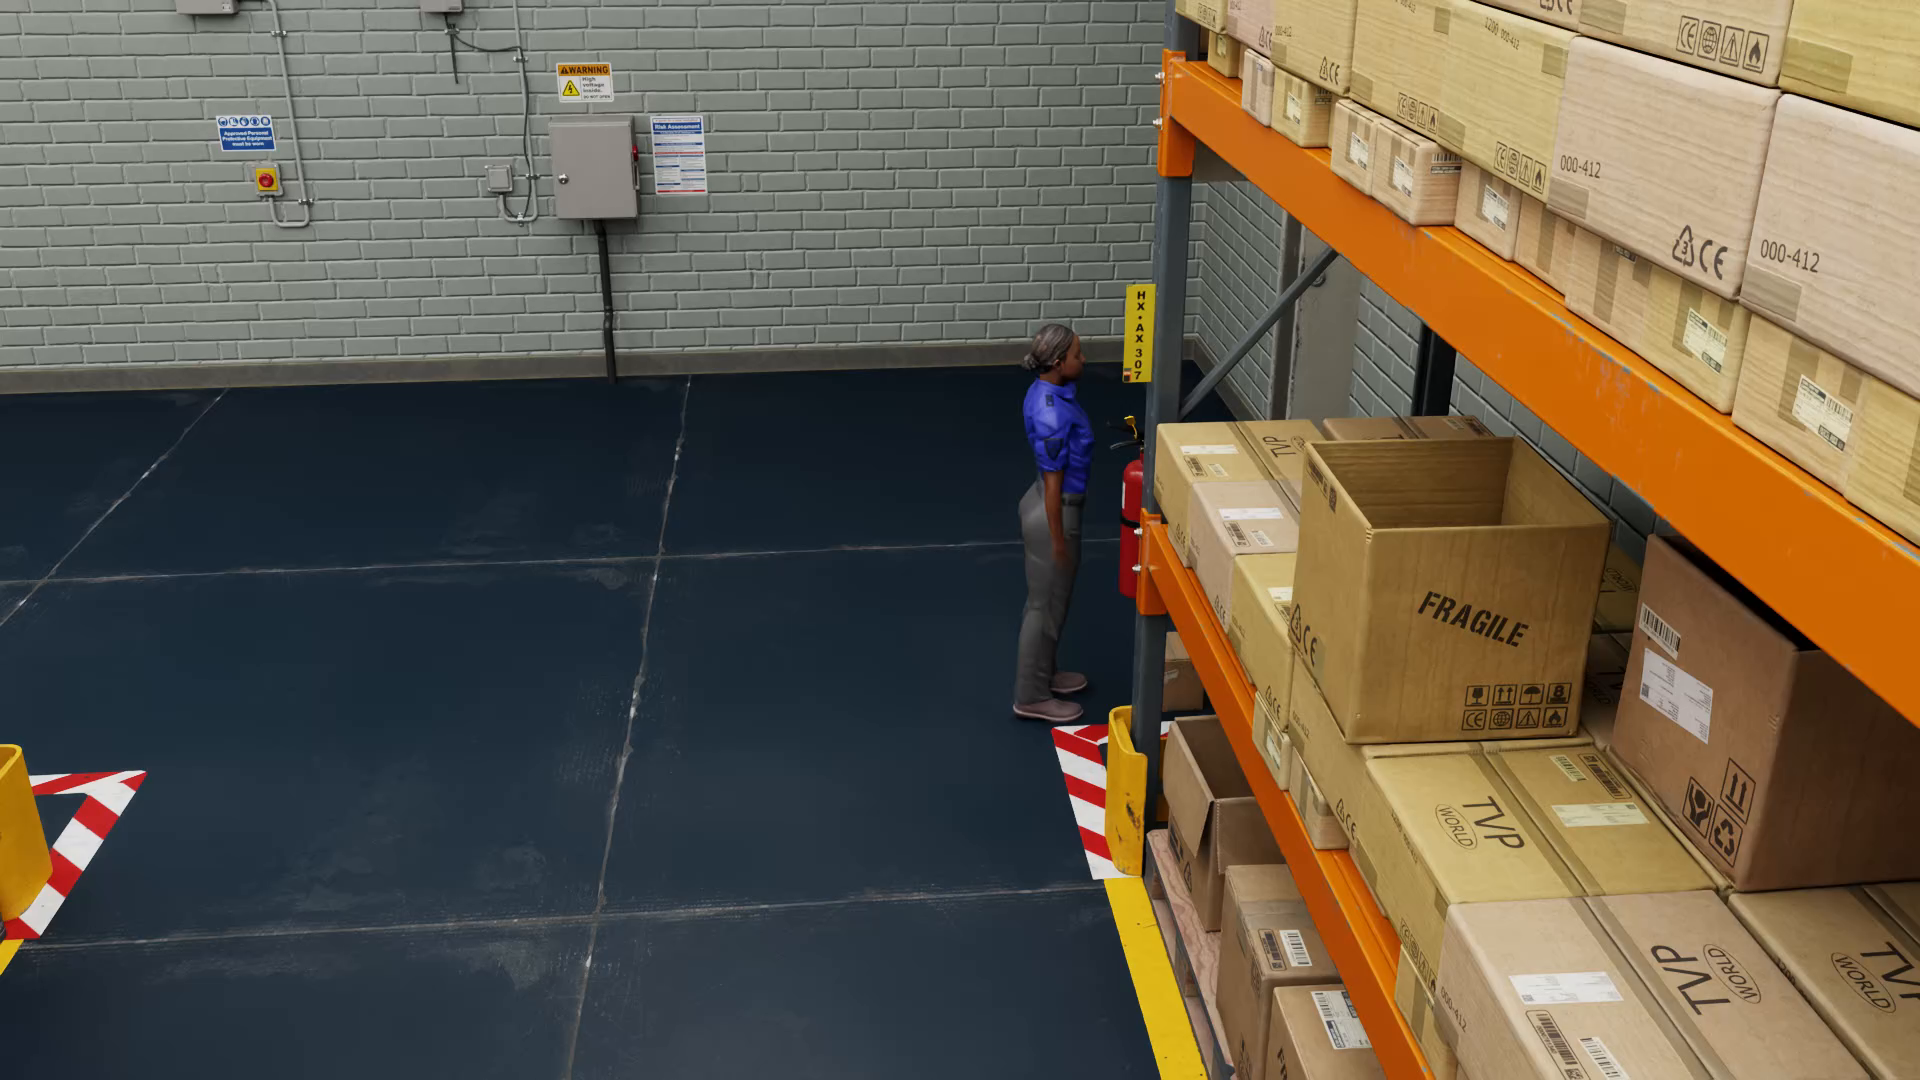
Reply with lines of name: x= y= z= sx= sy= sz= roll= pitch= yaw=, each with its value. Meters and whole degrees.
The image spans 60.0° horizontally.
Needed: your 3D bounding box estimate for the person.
person: x=0.385 y=-0.079 z=6.788 sx=0.338 sy=1.662 sz=0.443 roll=-1 pitch=24 yaw=-2
